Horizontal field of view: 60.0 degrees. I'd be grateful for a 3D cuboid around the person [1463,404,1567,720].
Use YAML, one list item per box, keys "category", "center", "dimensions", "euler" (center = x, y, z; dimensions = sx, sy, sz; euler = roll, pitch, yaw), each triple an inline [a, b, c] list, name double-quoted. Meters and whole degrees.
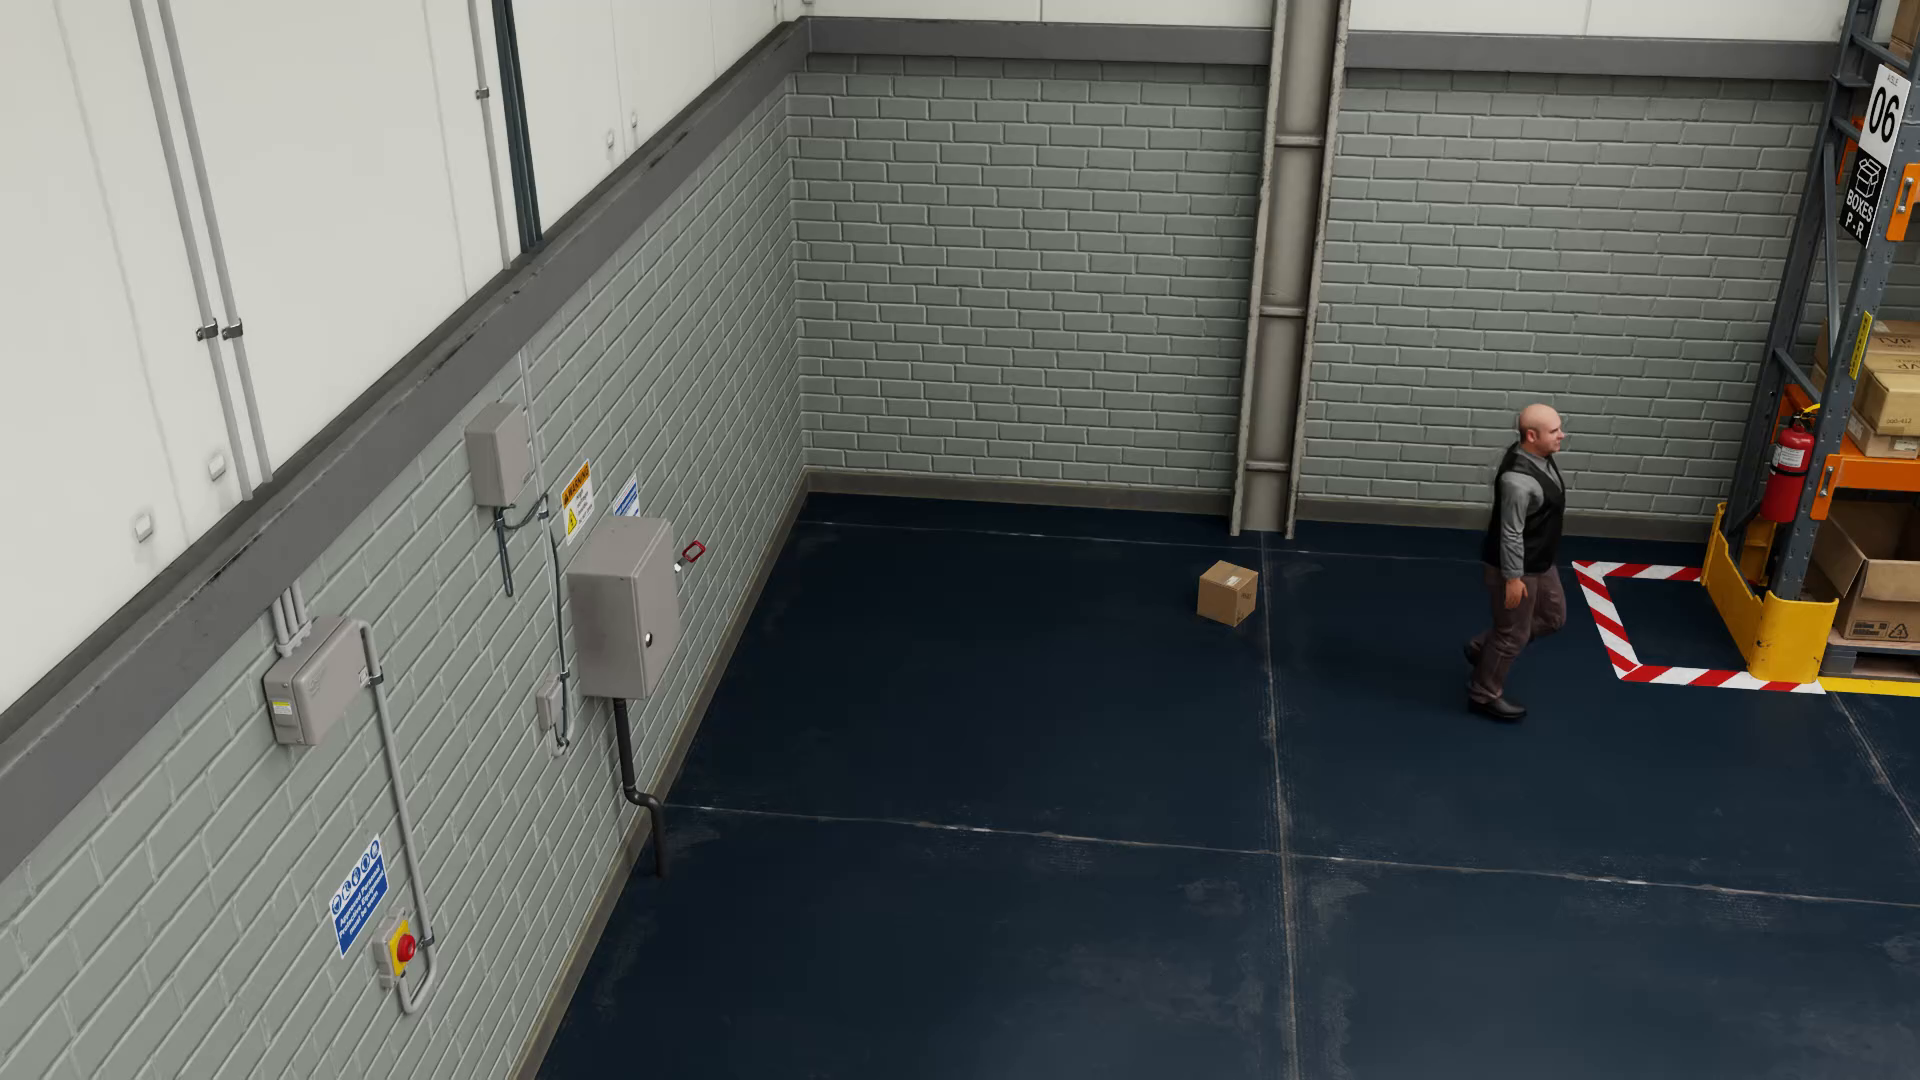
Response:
- category: "person"
  center: [2.834, 0.121, 8.363]
  dimensions: [0.472, 1.716, 0.564]
  euler: [14, 31, 24]
